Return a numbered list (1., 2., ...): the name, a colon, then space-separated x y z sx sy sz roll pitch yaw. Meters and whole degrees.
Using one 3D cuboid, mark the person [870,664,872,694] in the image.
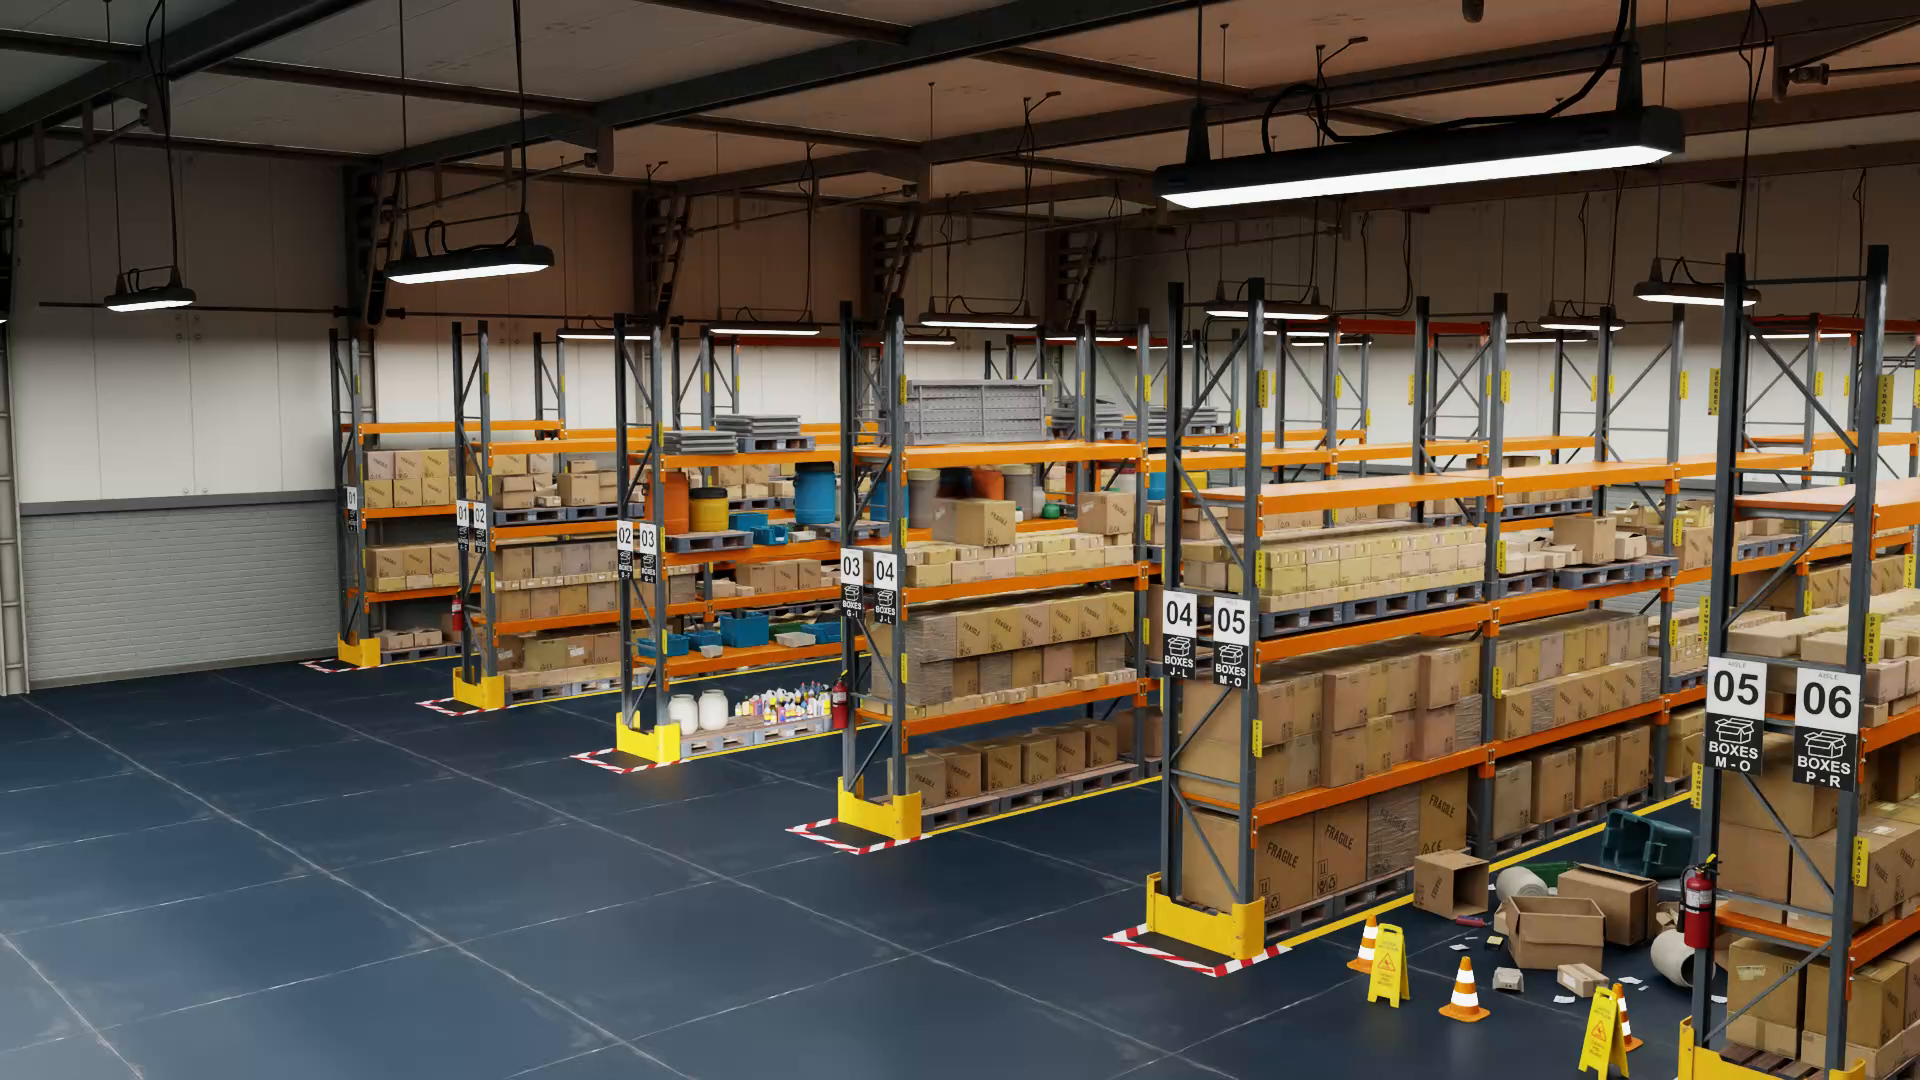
1. person: -1.251 1.744 26.598 0.460 1.706 0.553 -2 6 -23
